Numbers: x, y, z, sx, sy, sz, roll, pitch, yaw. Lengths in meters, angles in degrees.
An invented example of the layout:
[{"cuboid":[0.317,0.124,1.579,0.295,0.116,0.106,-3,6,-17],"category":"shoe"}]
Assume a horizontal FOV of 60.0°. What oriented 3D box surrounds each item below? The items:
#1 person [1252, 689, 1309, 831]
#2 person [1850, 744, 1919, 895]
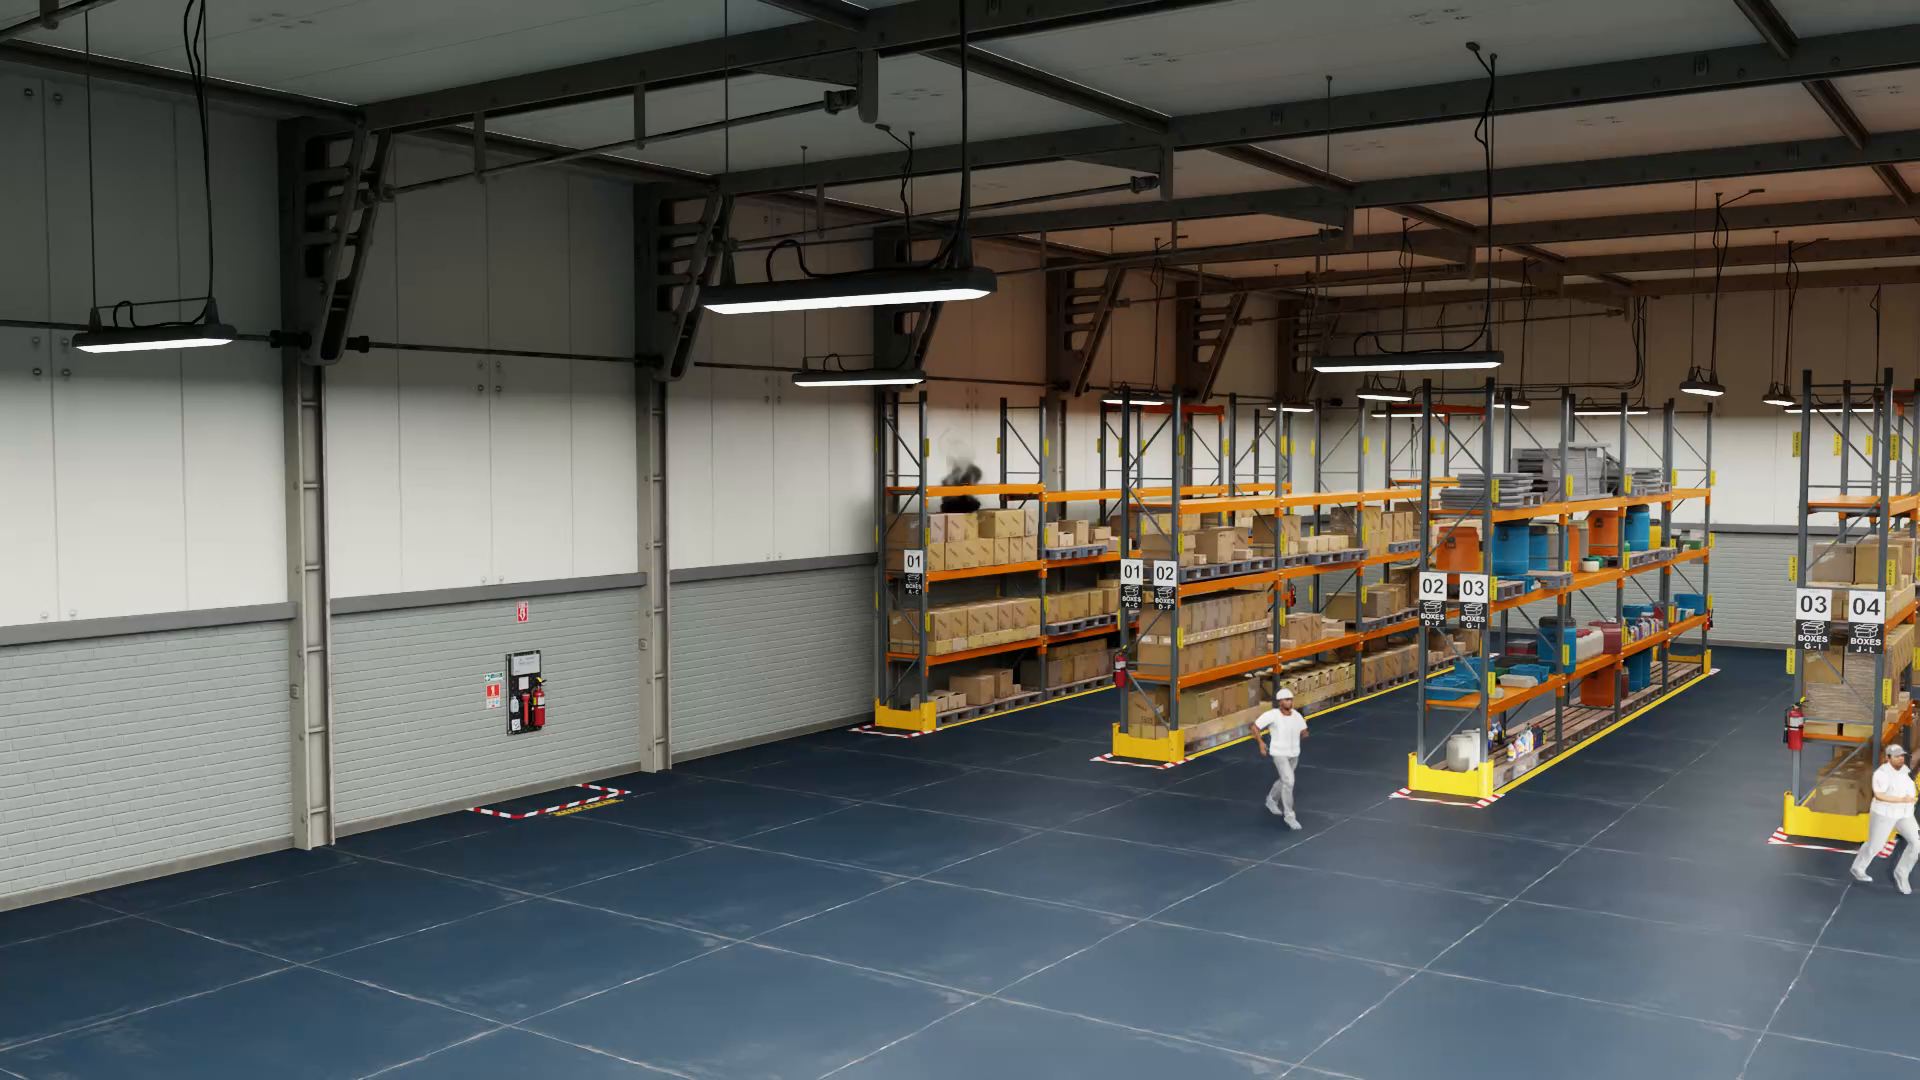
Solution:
[{"cuboid":[4.317,2.878,22.105,0.685,1.809,0.868,-2,4,-30],"category":"person"},{"cuboid":[10.532,3.133,18.787,0.613,1.684,0.856,-1,3,-11],"category":"person"}]
